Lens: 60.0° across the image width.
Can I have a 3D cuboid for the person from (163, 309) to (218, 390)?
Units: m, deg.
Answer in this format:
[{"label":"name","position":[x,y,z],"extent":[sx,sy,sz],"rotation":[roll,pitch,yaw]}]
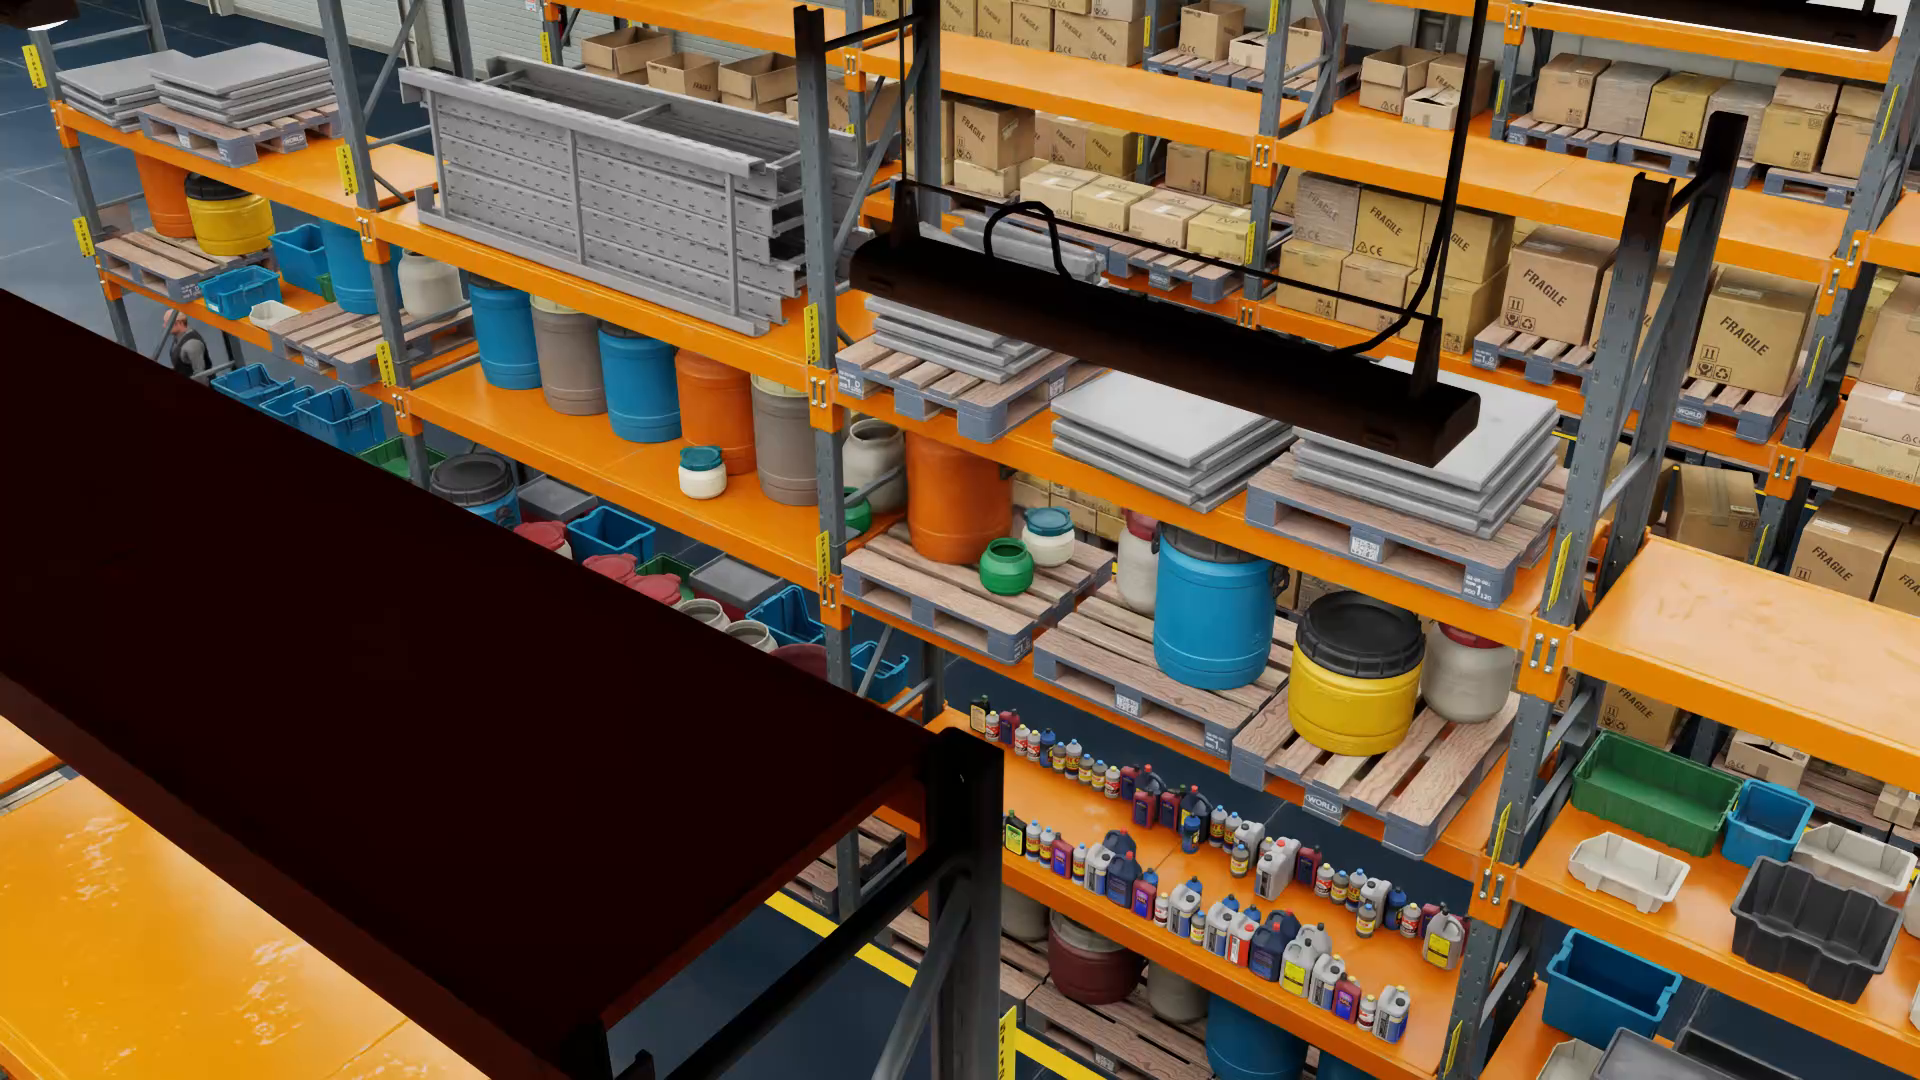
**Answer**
[{"label":"person","position":[-7.318,-1.452,16.022],"extent":[0.891,1.697,0.562],"rotation":[-20,37,-30]}]
